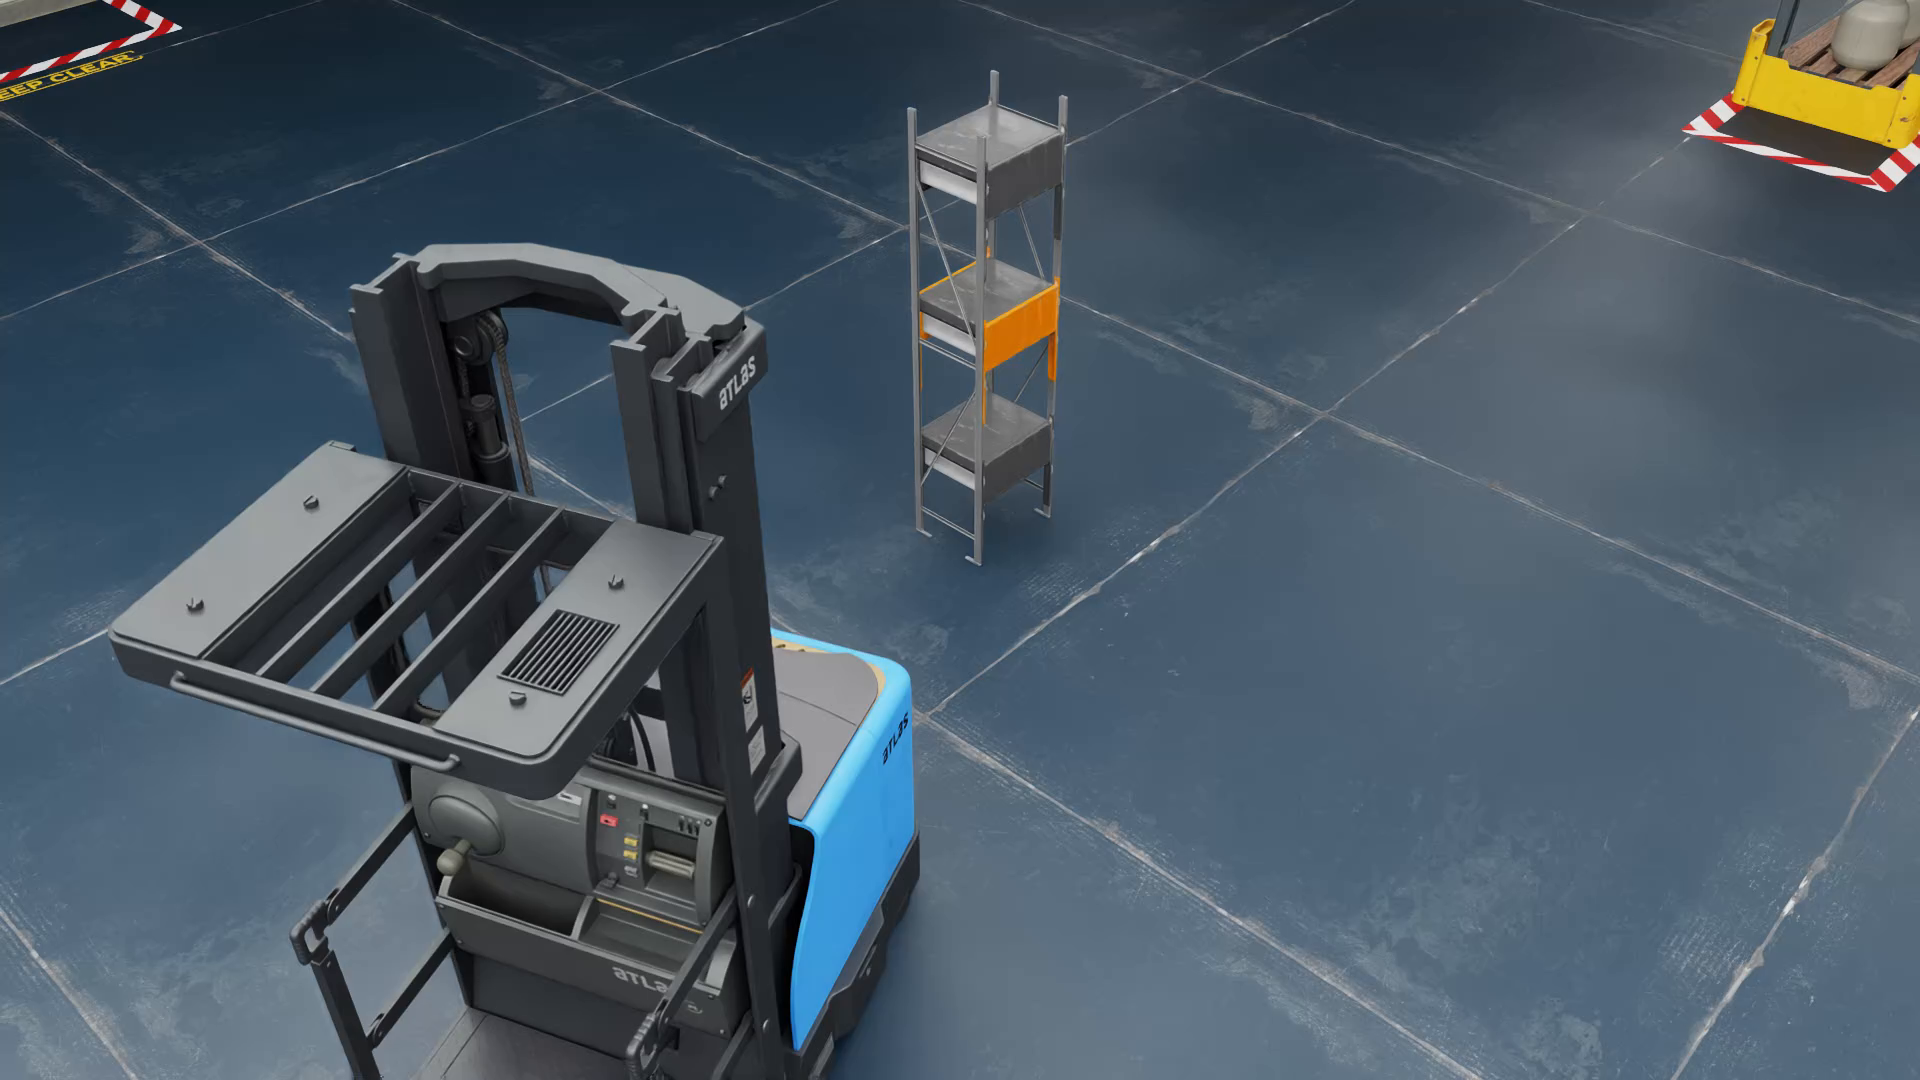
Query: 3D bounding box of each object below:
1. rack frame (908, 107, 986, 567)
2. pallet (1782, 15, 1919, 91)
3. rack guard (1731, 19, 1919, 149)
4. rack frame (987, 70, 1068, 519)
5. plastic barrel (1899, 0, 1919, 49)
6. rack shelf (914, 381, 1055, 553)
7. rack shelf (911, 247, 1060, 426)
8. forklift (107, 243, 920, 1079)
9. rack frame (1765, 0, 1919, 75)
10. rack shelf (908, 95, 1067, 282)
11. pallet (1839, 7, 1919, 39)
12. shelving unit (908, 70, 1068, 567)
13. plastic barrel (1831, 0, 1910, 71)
[{"bbox_3d":[-0.053,-0.786,7.051,0.400,2.100,0.015,30,47,32],"label":"rack frame"},{"bbox_3d":[6.458,-3.349,11.791,1.003,0.211,1.213,30,47,32],"label":"pallet"},{"bbox_3d":[5.906,-3.091,11.235,1.175,0.500,0.348,30,47,32],"label":"rack guard"},{"bbox_3d":[0.276,-1.010,7.333,0.400,2.100,0.015,30,47,32],"label":"rack frame"},{"bbox_3d":[6.615,-3.770,11.742,0.421,0.512,0.421,0,38,0],"label":"plastic barrel"},{"bbox_3d":[0.112,-0.339,7.636,0.431,0.518,0.480,30,47,32],"label":"rack shelf"},{"bbox_3d":[0.112,-0.887,7.201,0.431,0.518,0.480,30,47,32],"label":"rack shelf"},{"bbox_3d":[-1.147,0.854,4.321,1.130,2.935,3.031,13,40,16],"label":"forklift"},{"bbox_3d":[5.889,-4.014,10.388,1.000,3.000,0.127,30,47,32],"label":"rack frame"},{"bbox_3d":[0.112,-1.435,6.765,0.431,0.518,0.480,30,47,32],"label":"rack shelf"},{"bbox_3d":[7.281,-3.906,12.493,1.003,0.211,1.213,30,47,32],"label":"pallet"},{"bbox_3d":[0.112,-0.898,7.192,0.431,2.100,0.503,30,47,32],"label":"shelving unit"},{"bbox_3d":[6.277,-3.539,11.452,0.421,0.512,0.421,0,38,0],"label":"plastic barrel"}]
